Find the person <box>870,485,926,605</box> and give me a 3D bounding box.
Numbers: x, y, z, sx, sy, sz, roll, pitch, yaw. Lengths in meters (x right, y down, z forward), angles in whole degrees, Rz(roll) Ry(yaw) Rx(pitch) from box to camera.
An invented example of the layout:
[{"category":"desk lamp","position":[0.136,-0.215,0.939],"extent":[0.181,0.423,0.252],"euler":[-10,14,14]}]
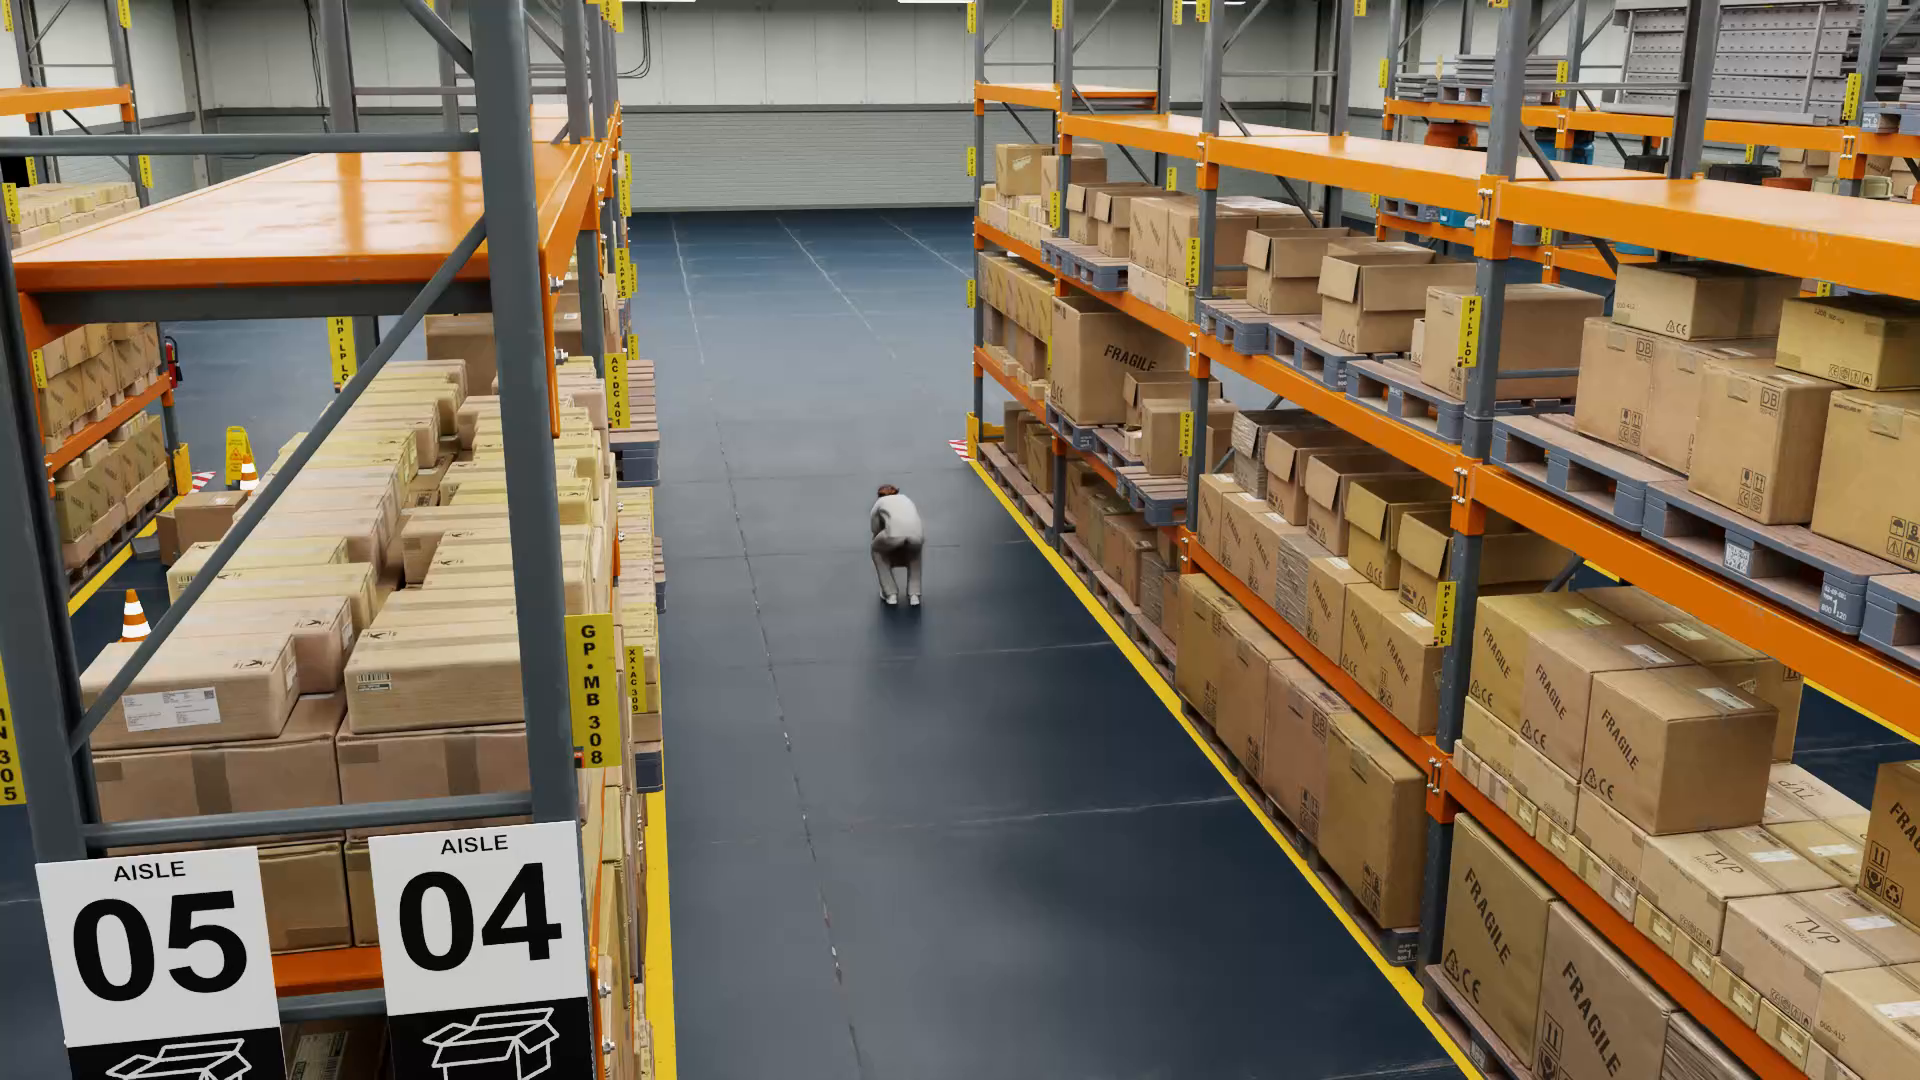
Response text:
[{"category":"person","position":[-0.554,0.035,14.669],"extent":[0.463,0.970,0.862],"euler":[-4,17,-13]}]
